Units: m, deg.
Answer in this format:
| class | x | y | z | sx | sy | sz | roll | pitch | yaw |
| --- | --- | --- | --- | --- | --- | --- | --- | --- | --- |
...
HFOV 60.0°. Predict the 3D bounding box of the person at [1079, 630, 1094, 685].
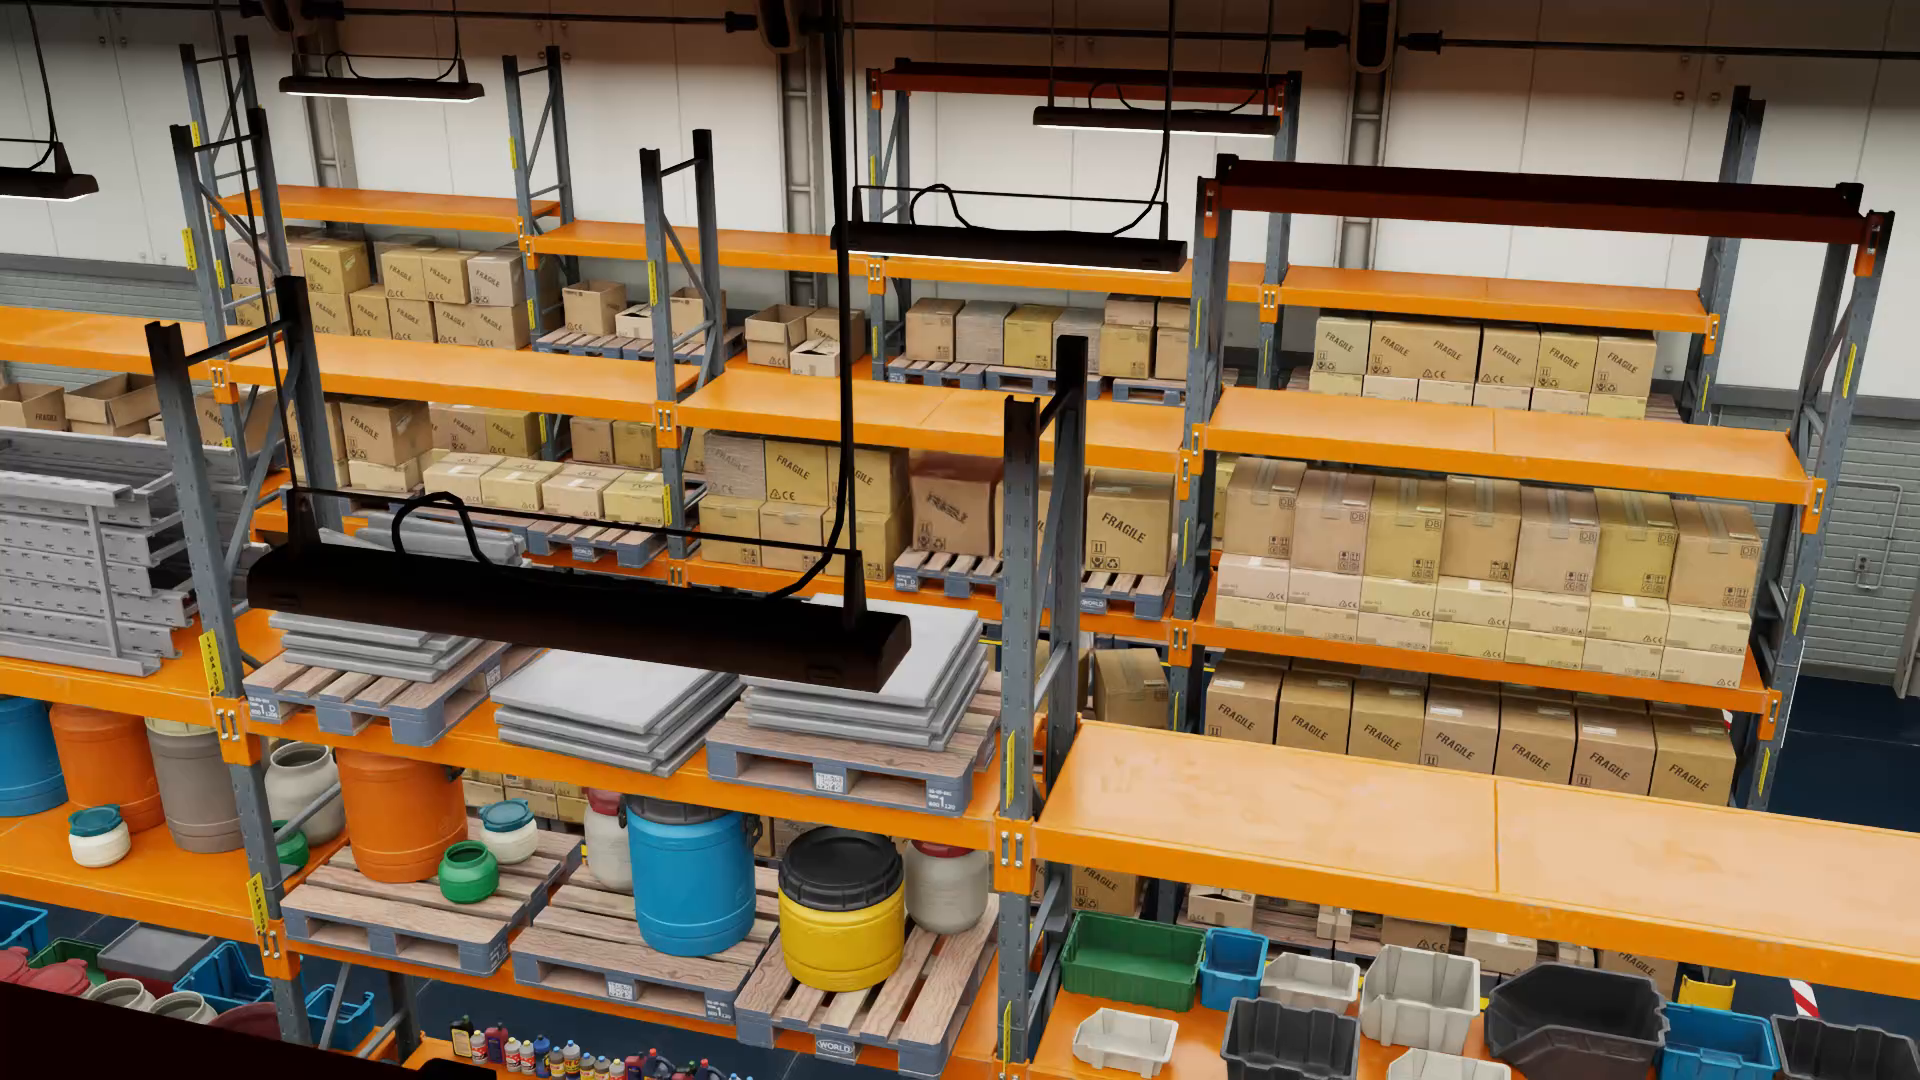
| class | x | y | z | sx | sy | sz | roll | pitch | yaw |
| --- | --- | --- | --- | --- | --- | --- | --- | --- | --- |
| person | 0.971 | 1.024 | 15.453 | 1.123 | 1.643 | 0.656 | 4 | 23 | 10 |
